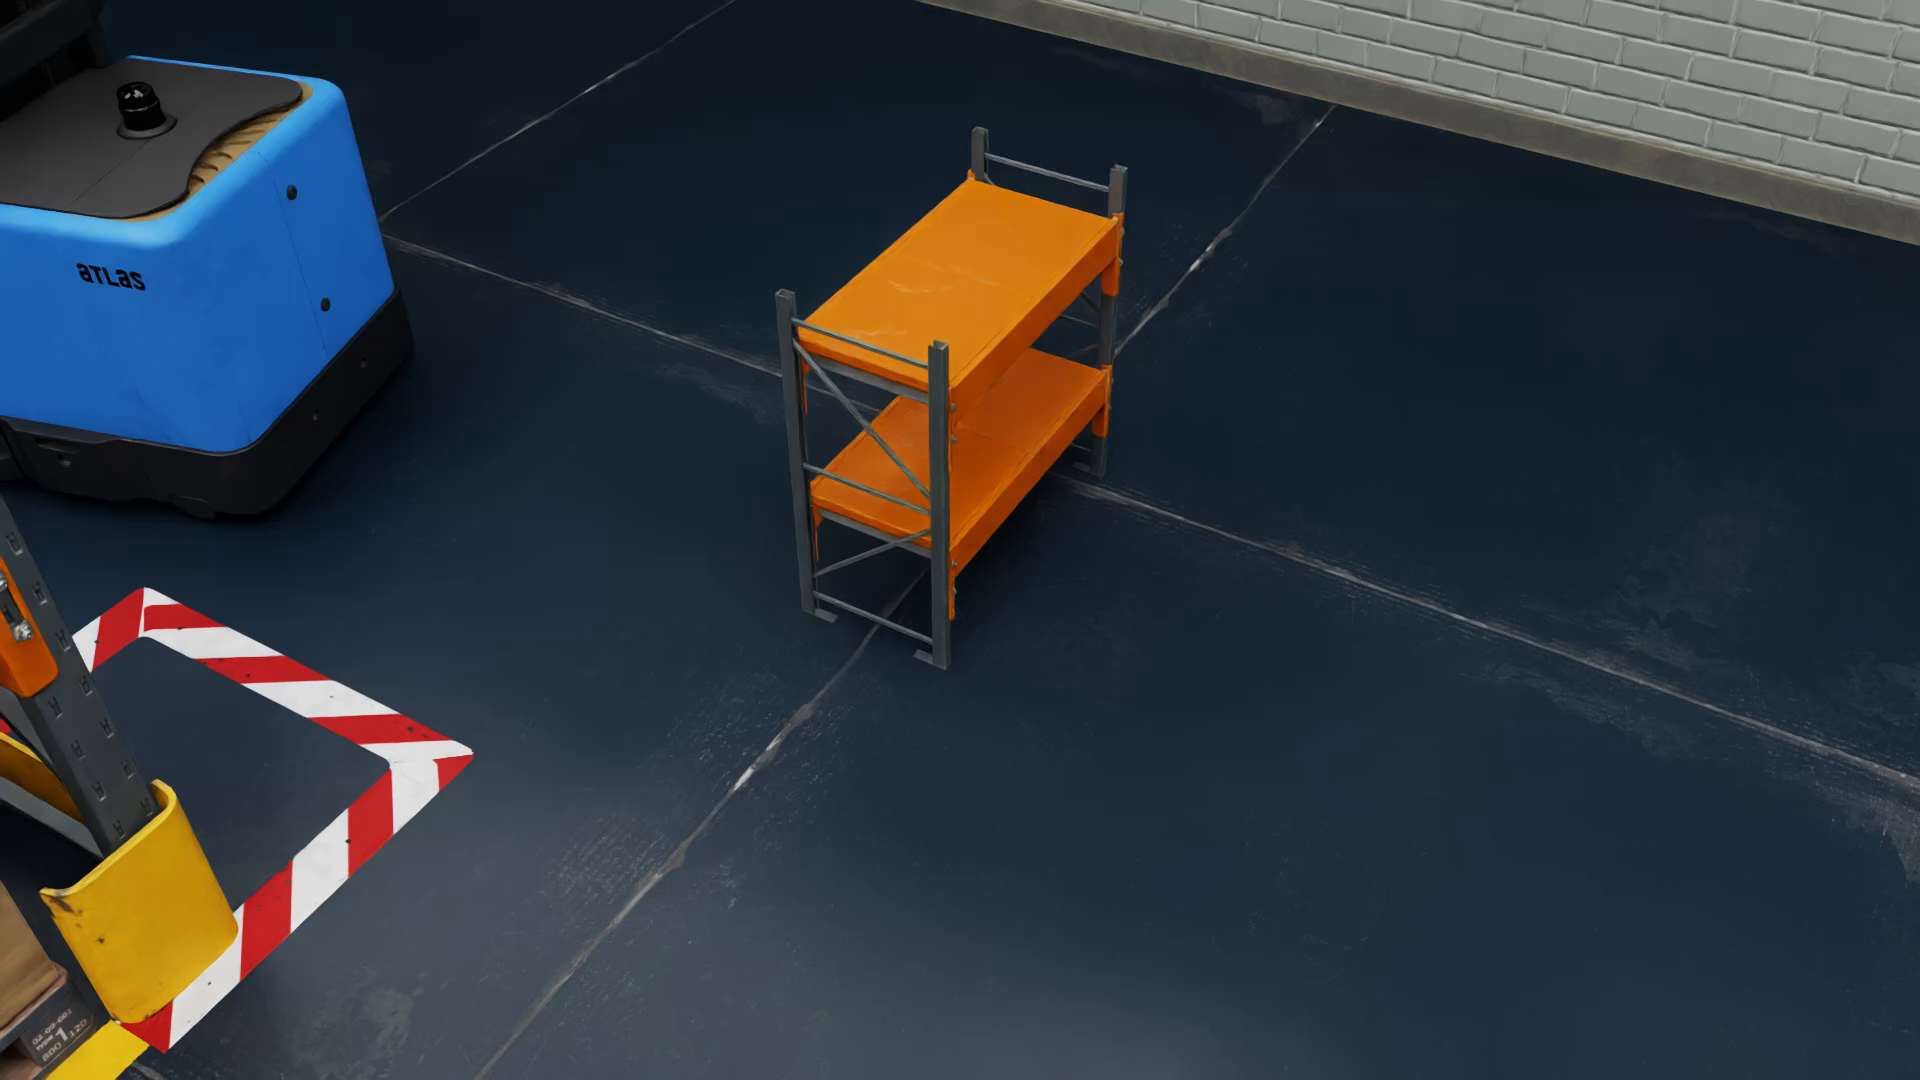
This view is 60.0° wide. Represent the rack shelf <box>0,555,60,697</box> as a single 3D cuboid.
[{"bbox_3d":[-3.327,1.118,2.256,1.077,0.370,4.000,21,45,22],"label":"rack shelf"}]

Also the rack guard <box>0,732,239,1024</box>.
[{"bbox_3d":[-2.365,0.685,4.094,1.175,0.500,0.348,21,45,22],"label":"rack guard"}]

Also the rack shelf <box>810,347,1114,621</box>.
[{"bbox_3d":[0.003,-0.243,5.044,0.538,0.278,1.000,21,45,22],"label":"rack shelf"}]

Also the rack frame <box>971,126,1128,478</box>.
[{"bbox_3d":[0.258,-0.717,5.213,0.500,1.125,0.032,21,45,22],"label":"rack frame"}]

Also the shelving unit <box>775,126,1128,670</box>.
[{"bbox_3d":[0.003,-0.426,4.883,0.538,1.125,1.048,21,45,22],"label":"shelving unit"}]

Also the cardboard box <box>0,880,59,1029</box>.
[{"bbox_3d":[-2.385,0.869,3.552,0.500,0.500,0.500,21,45,22],"label":"cardboard box"}]

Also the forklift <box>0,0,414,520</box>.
[{"bbox_3d":[-3.519,-1.691,4.953,3.031,2.935,1.130,10,42,11],"label":"forklift"}]

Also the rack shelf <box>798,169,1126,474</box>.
[{"bbox_3d":[0.003,-0.646,4.689,0.538,0.278,1.000,21,45,22],"label":"rack shelf"}]

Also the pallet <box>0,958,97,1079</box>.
[{"bbox_3d":[-2.763,1.250,3.671,1.003,0.211,1.213,21,45,22],"label":"pallet"}]

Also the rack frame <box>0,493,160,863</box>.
[{"bbox_3d":[-2.327,-0.297,3.317,1.000,3.000,0.127,21,45,22],"label":"rack frame"}]

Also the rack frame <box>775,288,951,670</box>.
[{"bbox_3d":[-0.251,-0.135,4.552,0.500,1.125,0.032,21,45,22],"label":"rack frame"}]
